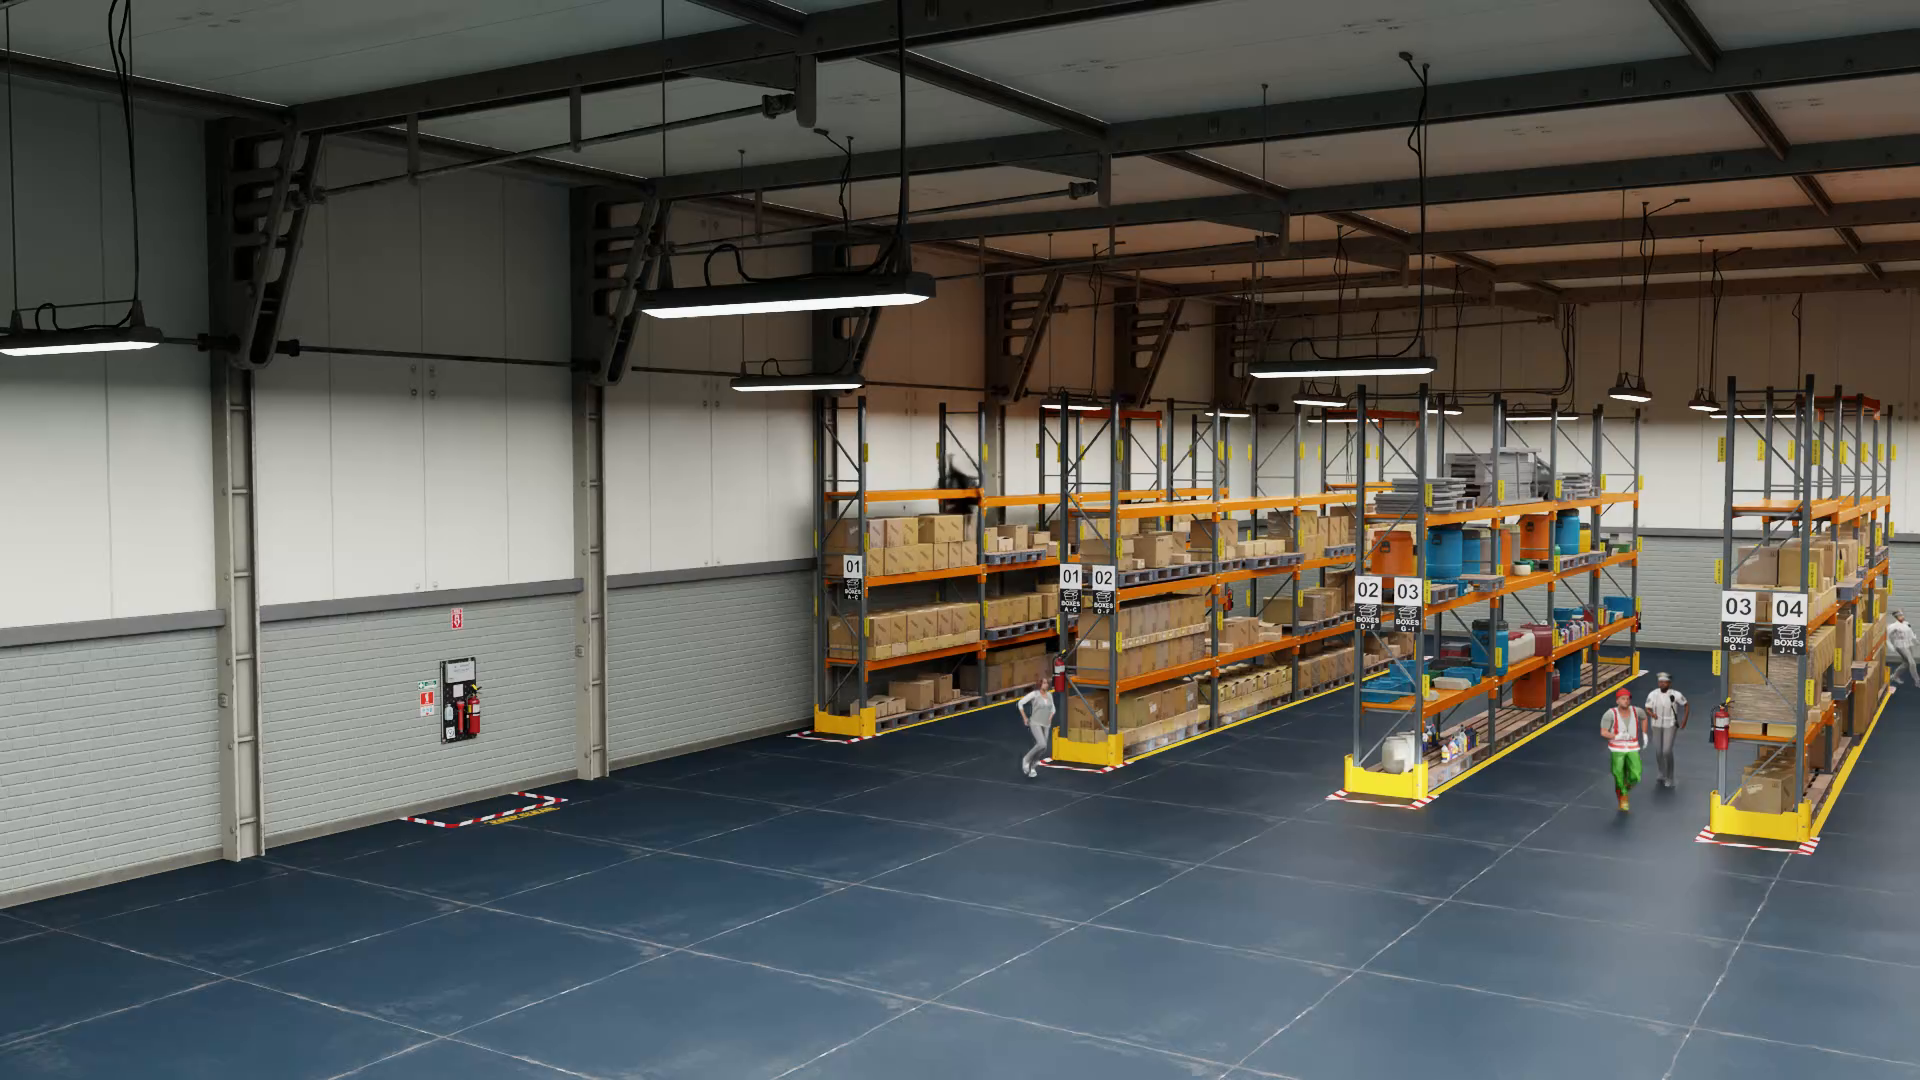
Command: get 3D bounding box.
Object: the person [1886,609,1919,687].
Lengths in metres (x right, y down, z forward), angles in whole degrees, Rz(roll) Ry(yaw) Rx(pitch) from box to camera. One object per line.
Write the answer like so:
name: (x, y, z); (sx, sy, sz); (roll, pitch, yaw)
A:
person: (20.128, 2.298, 35.352); (0.649, 1.643, 0.902); (-2, 3, -28)

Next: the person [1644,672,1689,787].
person: (10.625, 2.861, 25.052); (0.589, 1.756, 0.723); (2, 4, 35)

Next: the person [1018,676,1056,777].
person: (1.241, 2.881, 25.644); (0.542, 1.552, 0.533); (-2, 4, -35)

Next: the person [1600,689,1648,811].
person: (9.178, 2.907, 22.921); (0.689, 1.729, 0.691); (0, 3, 7)
